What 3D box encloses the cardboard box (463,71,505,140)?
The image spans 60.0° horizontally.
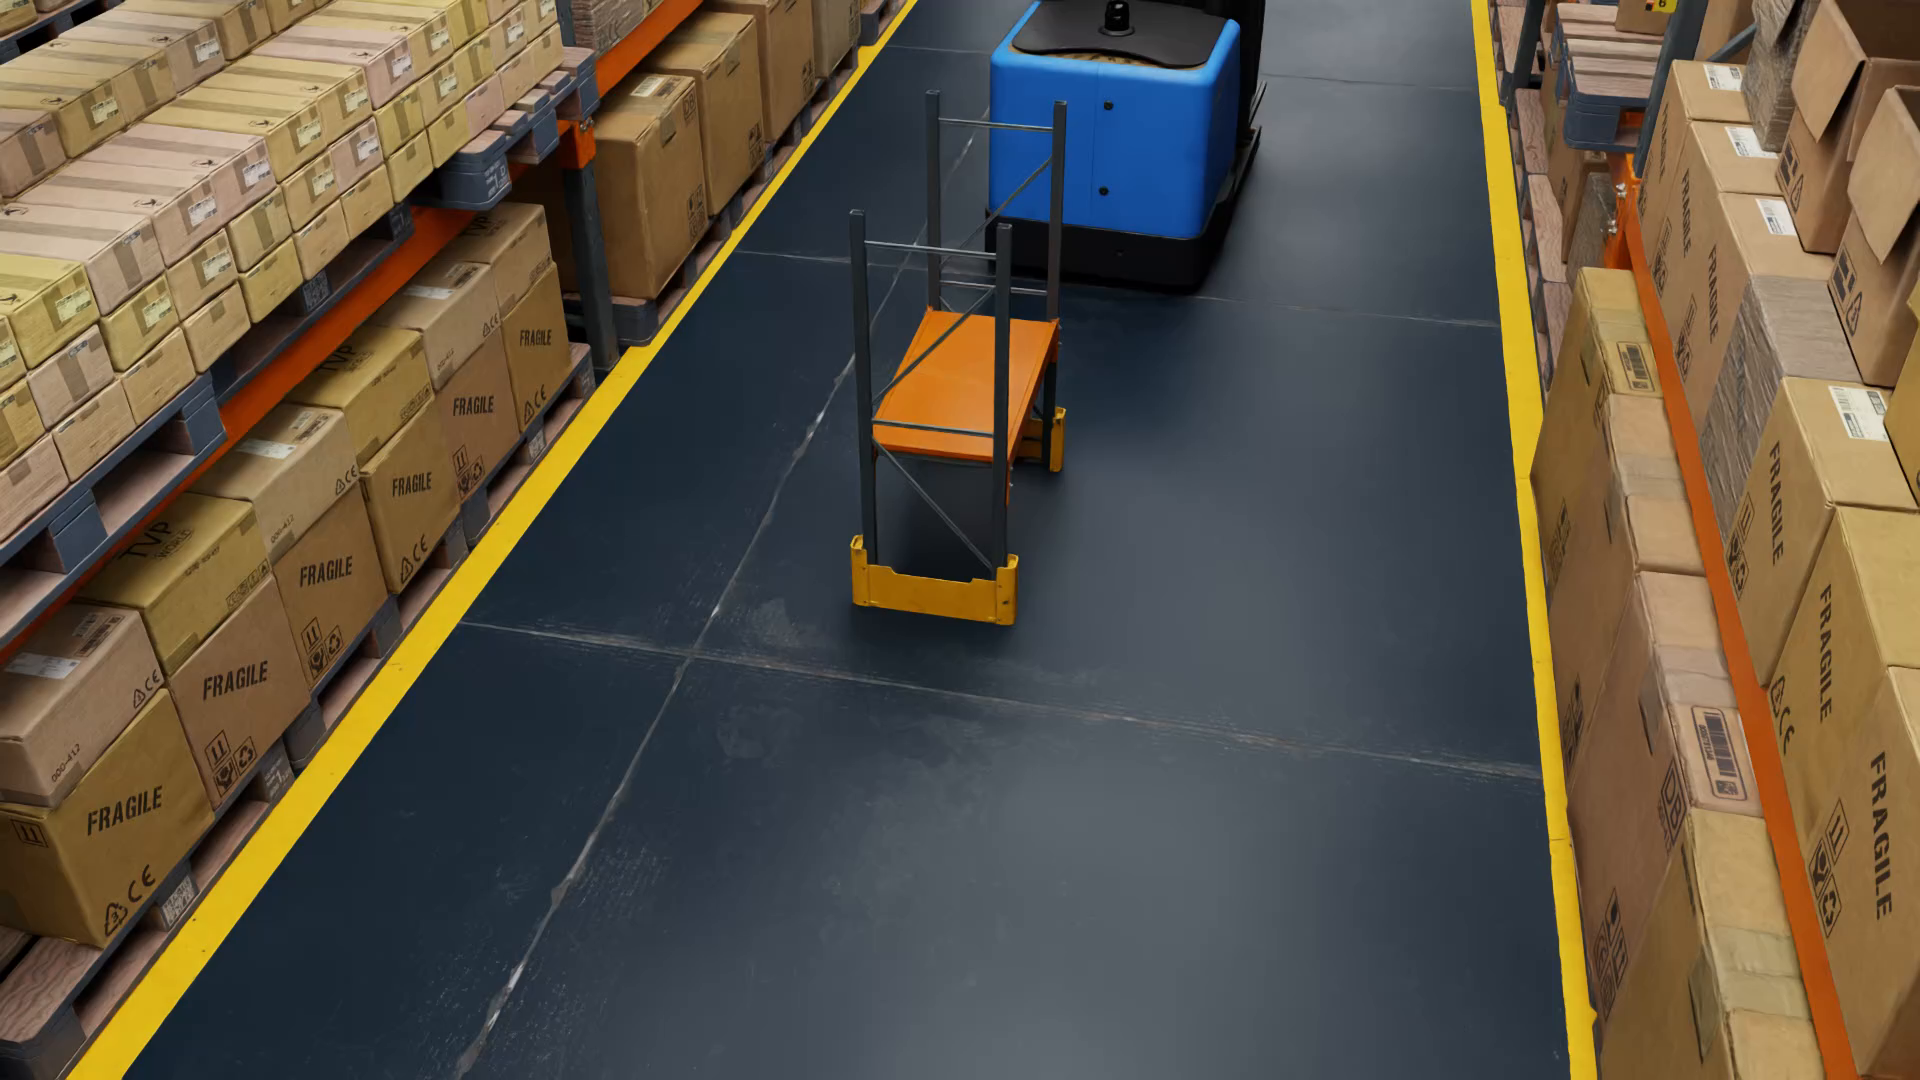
[{"bbox_3d":[-1.768,-1.477,5.588,0.380,0.149,0.250,8,37,11],"label":"cardboard box"}]

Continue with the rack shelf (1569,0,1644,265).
[{"bbox_3d":[3.249,-2.214,7.362,1.077,0.370,4.000,7,37,10],"label":"rack shelf"}]

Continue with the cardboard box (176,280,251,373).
[{"bbox_3d":[-2.104,-0.574,4.342,0.380,0.149,0.250,6,36,8],"label":"cardboard box"}]

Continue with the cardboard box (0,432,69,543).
[{"bbox_3d":[-2.270,-0.142,3.746,0.380,0.149,0.250,8,37,11],"label":"cardboard box"}]

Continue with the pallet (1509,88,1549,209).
[{"bbox_3d":[3.511,-2.077,8.935,1.003,0.211,1.213,7,37,10],"label":"pallet"}]

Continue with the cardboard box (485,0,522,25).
[{"bbox_3d":[-1.715,-1.866,5.617,0.380,0.149,0.250,7,36,9],"label":"cardboard box"}]

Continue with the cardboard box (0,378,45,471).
[{"bbox_3d":[-2.270,-0.251,3.643,0.380,0.149,0.250,7,36,9],"label":"cardboard box"}]

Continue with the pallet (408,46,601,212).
[{"bbox_3d":[-2.050,-1.539,5.981,1.213,0.211,1.003,7,37,10],"label":"pallet"}]

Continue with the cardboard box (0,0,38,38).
[{"bbox_3d":[-6.265,-3.287,10.110,0.950,0.372,0.625,10,37,13],"label":"cardboard box"}]

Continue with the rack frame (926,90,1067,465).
[{"bbox_3d":[0.127,-0.948,6.279,0.500,1.500,0.032,7,37,10],"label":"rack frame"}]

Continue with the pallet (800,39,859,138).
[{"bbox_3d":[-1.239,-2.751,9.866,1.003,0.211,1.213,7,37,10],"label":"pallet"}]

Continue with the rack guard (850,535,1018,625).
[{"bbox_3d":[-0.090,0.141,5.843,0.587,0.250,0.087,7,37,10],"label":"rack guard"}]

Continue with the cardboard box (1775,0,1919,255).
[{"bbox_3d":[2.508,-1.015,4.155,0.797,0.503,0.637,8,37,11],"label":"cardboard box"}]

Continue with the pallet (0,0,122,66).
[{"bbox_3d":[-6.170,-3.319,10.649,1.003,0.211,1.213,7,37,10],"label":"pallet"}]

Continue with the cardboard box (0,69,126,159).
[{"bbox_3d":[-2.626,-1.211,4.714,0.380,0.149,0.250,7,36,9],"label":"cardboard box"}]

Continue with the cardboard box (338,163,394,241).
[{"bbox_3d":[-1.938,-1.032,4.974,0.380,0.149,0.250,8,37,11],"label":"cardboard box"}]

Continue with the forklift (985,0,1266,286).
[{"bbox_3d":[1.027,-3.236,8.218,1.130,2.935,3.031,10,37,13],"label":"forklift"}]

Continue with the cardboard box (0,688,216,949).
[{"bbox_3d":[-2.440,0.706,4.492,0.500,0.500,0.500,9,37,12],"label":"cardboard box"}]

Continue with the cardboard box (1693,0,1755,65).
[{"bbox_3d":[2.898,-1.884,5.851,0.500,0.500,0.500,3,36,4],"label":"cardboard box"}]

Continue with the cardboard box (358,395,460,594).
[{"bbox_3d":[-2.099,-0.184,5.720,0.500,0.500,0.500,6,36,8],"label":"cardboard box"}]

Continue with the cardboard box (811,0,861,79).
[{"bbox_3d":[-1.193,-3.224,9.701,1.050,0.750,0.750,7,37,10],"label":"cardboard box"}]

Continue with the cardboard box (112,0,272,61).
[{"bbox_3d":[-2.459,-1.661,5.335,0.380,0.149,0.250,6,36,8],"label":"cardboard box"}]

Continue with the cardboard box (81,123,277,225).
[{"bbox_3d":[-2.048,-0.964,4.374,0.380,0.149,0.250,9,37,12],"label":"cardboard box"}]

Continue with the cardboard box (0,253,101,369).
[{"bbox_3d":[-2.212,-0.530,3.775,0.380,0.149,0.250,8,37,10],"label":"cardboard box"}]

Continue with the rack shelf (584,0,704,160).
[{"bbox_3d":[-1.575,-2.894,8.300,1.077,0.370,4.000,7,37,10],"label":"rack shelf"}]

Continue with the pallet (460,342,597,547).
[{"bbox_3d":[-2.171,-0.462,6.707,1.003,0.211,1.213,7,37,10],"label":"pallet"}]

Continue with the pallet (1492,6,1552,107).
[{"bbox_3d":[3.785,-2.913,10.089,1.003,0.211,1.213,7,37,10],"label":"pallet"}]

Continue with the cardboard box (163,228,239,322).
[{"bbox_3d":[-2.105,-0.703,4.267,0.380,0.149,0.250,9,37,12],"label":"cardboard box"}]

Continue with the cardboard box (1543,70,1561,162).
[{"bbox_3d":[3.404,-2.198,8.482,0.700,0.500,0.500,7,37,10],"label":"cardboard box"}]

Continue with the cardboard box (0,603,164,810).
[{"bbox_3d":[-2.441,0.402,4.272,0.500,0.250,0.500,6,36,8],"label":"cardboard box"}]

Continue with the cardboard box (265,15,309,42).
[{"bbox_3d":[-2.411,-1.666,5.596,0.380,0.149,0.250,6,36,9],"label":"cardboard box"}]

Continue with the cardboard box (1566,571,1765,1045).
[{"bbox_3d":[2.274,0.743,4.122,1.225,0.875,0.875,6,36,8],"label":"cardboard box"}]

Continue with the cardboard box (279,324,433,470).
[{"bbox_3d":[-2.113,-0.495,5.510,0.500,0.250,0.500,8,37,11],"label":"cardboard box"}]

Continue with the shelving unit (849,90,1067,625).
[{"bbox_3d":[0.016,-0.651,5.870,0.587,1.500,1.083,7,37,10],"label":"shelving unit"}]

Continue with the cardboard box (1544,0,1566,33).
[{"bbox_3d":[3.915,-3.364,10.107,0.500,0.500,0.500,19,40,24],"label":"cardboard box"}]

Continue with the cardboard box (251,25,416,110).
[{"bbox_3d":[-1.881,-1.425,5.009,0.380,0.149,0.250,7,37,10],"label":"cardboard box"}]

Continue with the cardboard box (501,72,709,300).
[{"bbox_3d":[-1.784,-1.636,7.510,1.050,0.750,0.750,7,36,9],"label":"cardboard box"}]

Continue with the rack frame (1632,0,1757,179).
[{"bbox_3d":[2.822,-1.359,5.569,1.000,3.000,0.127,7,37,10],"label":"rack frame"}]

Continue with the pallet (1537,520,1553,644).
[{"bbox_3d":[2.580,0.213,5.777,1.003,0.211,1.213,7,37,10],"label":"pallet"}]

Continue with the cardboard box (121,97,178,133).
[{"bbox_3d":[-2.575,-1.237,5.003,0.380,0.149,0.250,7,37,10],"label":"cardboard box"}]

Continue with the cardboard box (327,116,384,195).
[{"bbox_3d":[-1.936,-1.147,4.880,0.380,0.149,0.250,8,37,11],"label":"cardboard box"}]

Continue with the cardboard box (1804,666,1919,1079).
[{"bbox_3d":[1.800,0.591,2.793,0.500,0.500,0.500,7,37,10],"label":"cardboard box"}]

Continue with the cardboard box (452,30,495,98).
[{"bbox_3d":[-1.772,-1.583,5.480,0.380,0.149,0.250,8,37,11],"label":"cardboard box"}]

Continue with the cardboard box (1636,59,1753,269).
[{"bbox_3d":[2.452,-1.155,5.202,0.500,0.500,0.500,8,37,11],"label":"cardboard box"}]

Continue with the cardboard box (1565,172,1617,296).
[{"bbox_3d":[3.051,-1.231,7.148,0.700,0.500,0.500,4,36,6],"label":"cardboard box"}]

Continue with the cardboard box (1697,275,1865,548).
[{"bbox_3d":[2.129,-0.278,3.993,0.500,0.500,0.500,7,37,10],"label":"cardboard box"}]

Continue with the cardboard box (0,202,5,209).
[{"bbox_3d":[-2.743,-0.786,4.382,0.380,0.149,0.250,6,36,8],"label":"cardboard box"}]
